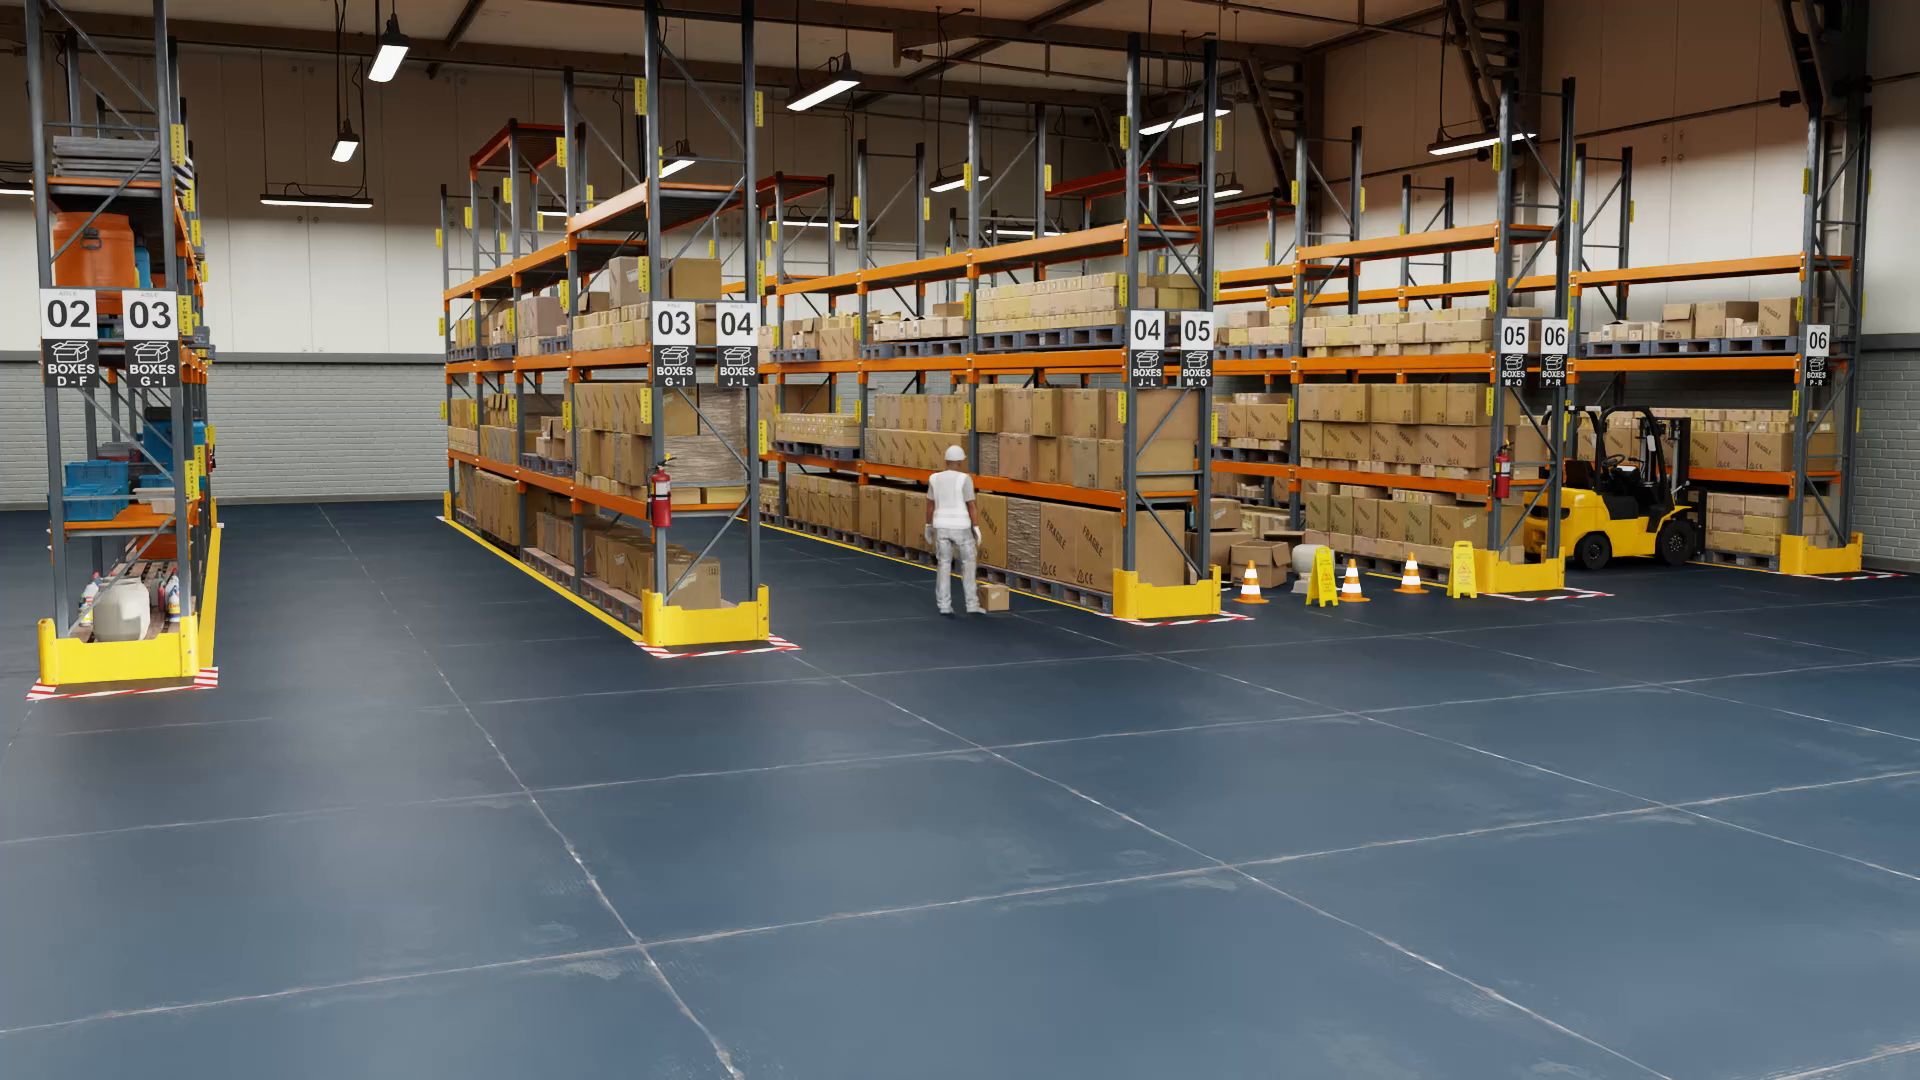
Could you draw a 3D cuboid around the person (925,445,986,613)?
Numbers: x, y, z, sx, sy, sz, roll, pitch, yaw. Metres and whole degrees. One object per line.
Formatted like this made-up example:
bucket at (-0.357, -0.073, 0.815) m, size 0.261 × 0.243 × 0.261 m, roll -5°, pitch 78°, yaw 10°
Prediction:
person at (-0.060, -0.104, 17.751) m, size 0.650 × 1.810 × 0.438 m, roll 2°, pitch 6°, yaw 25°
